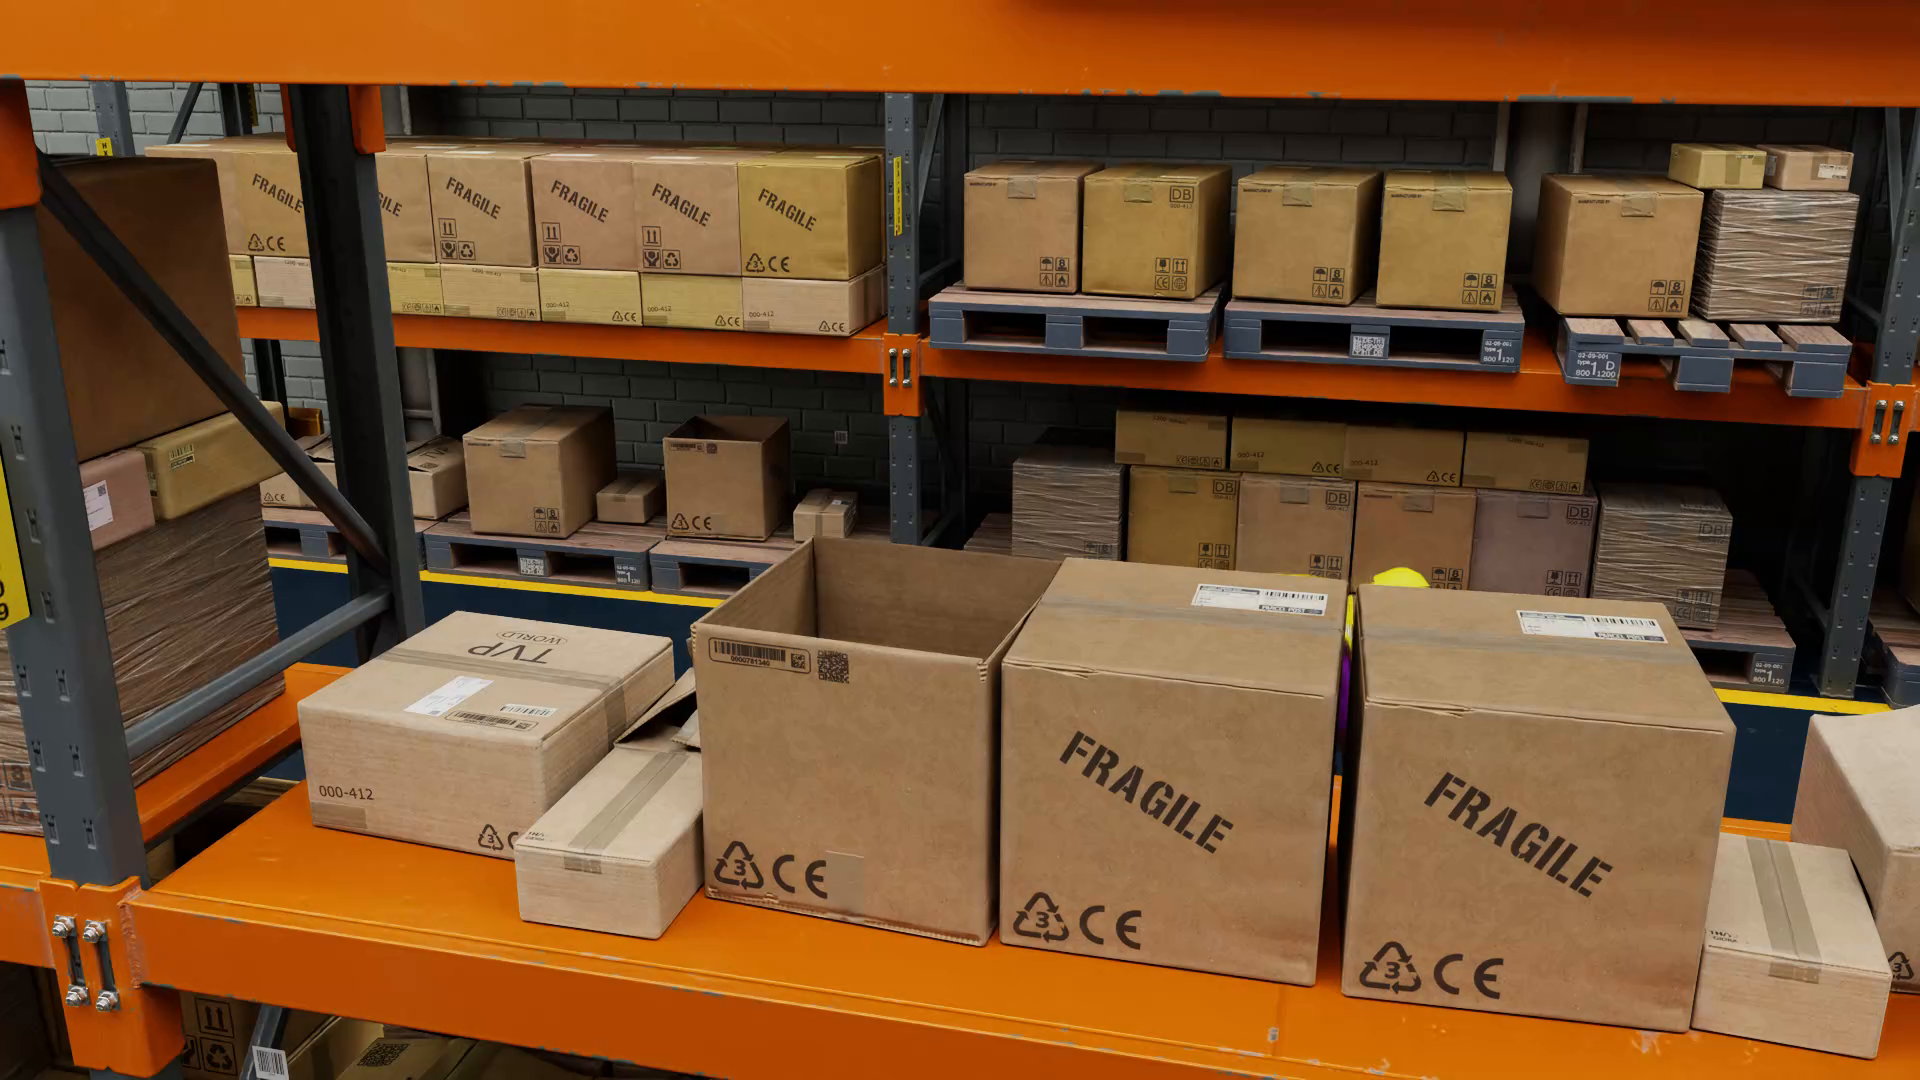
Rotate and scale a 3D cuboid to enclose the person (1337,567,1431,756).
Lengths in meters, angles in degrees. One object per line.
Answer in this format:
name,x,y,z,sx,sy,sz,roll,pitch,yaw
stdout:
person,1.094,0.556,5.545,0.904,1.011,0.536,4,19,12
